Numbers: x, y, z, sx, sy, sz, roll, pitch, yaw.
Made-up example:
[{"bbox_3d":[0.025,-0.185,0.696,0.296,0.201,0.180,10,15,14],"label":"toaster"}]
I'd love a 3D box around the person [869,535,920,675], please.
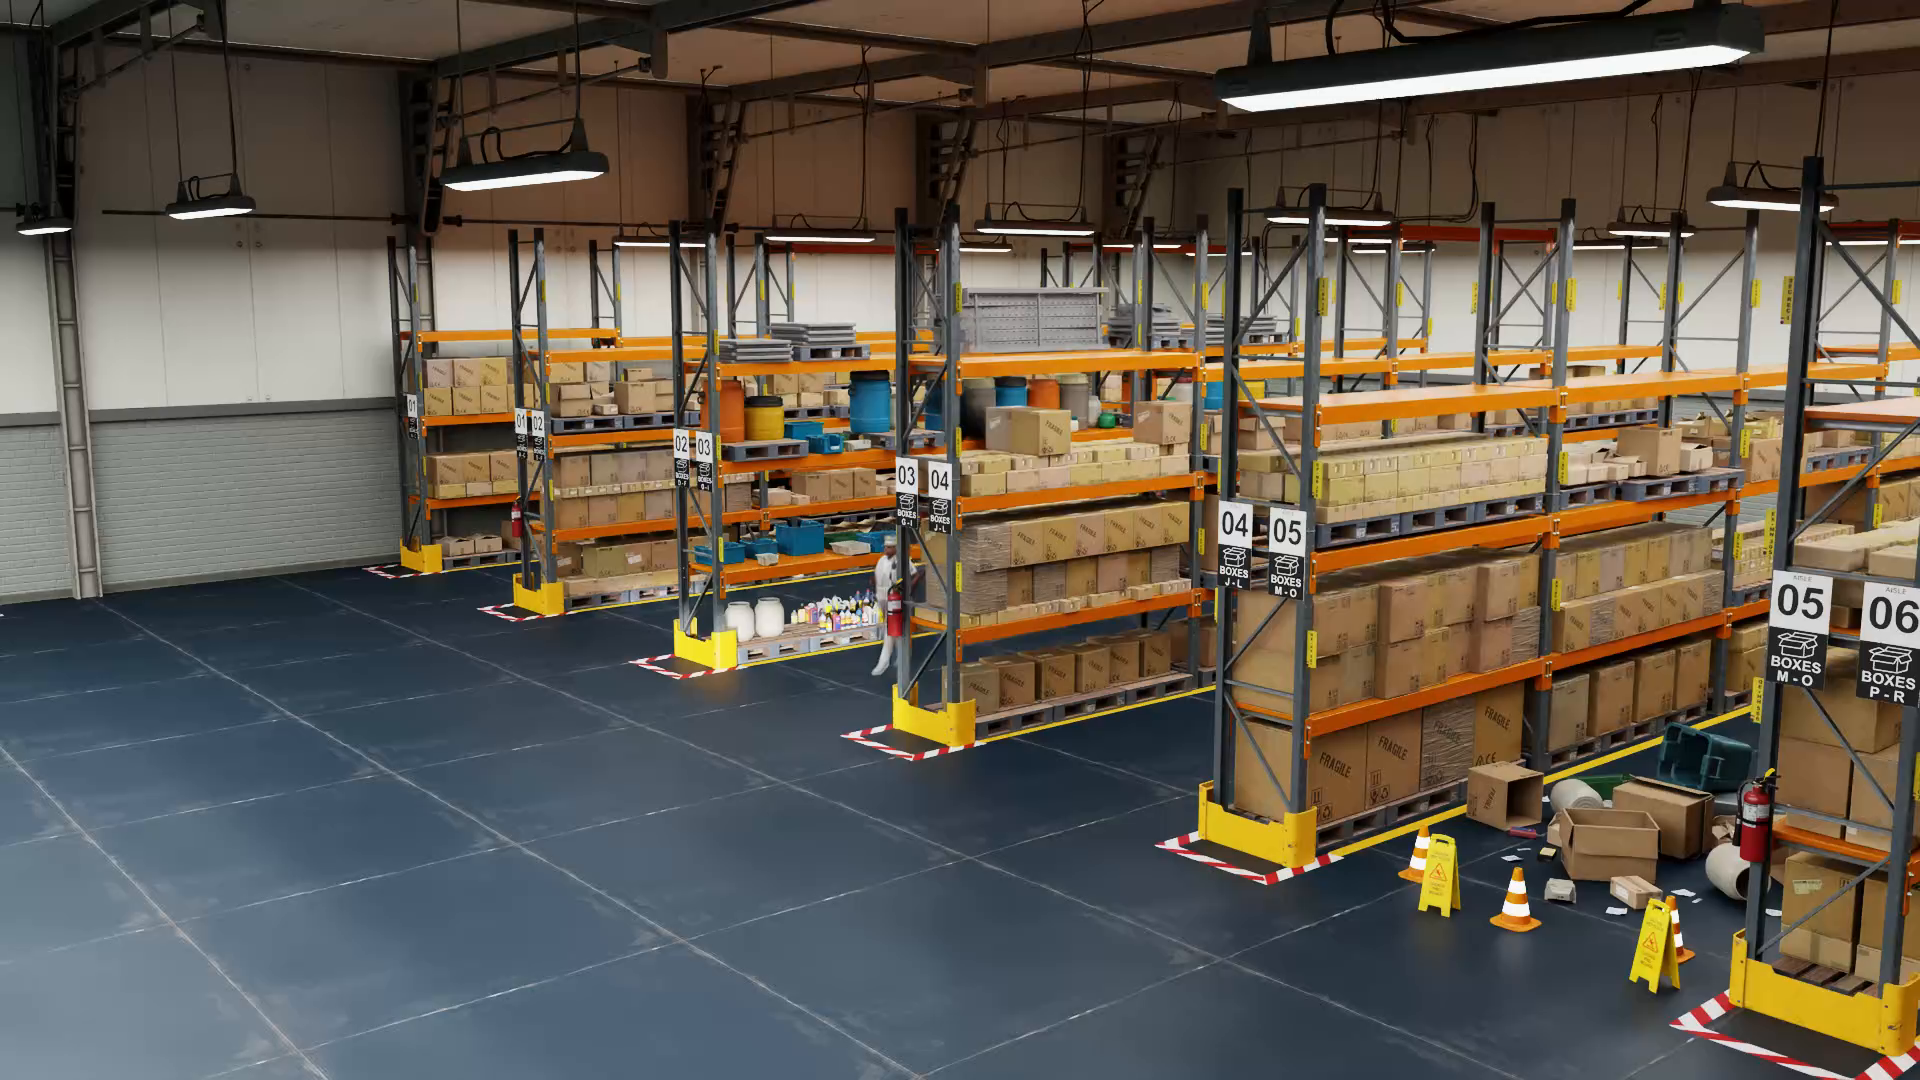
[{"bbox_3d":[-0.880,0.789,21.030,0.576,1.725,0.796,7,11,40],"label":"person"}]
